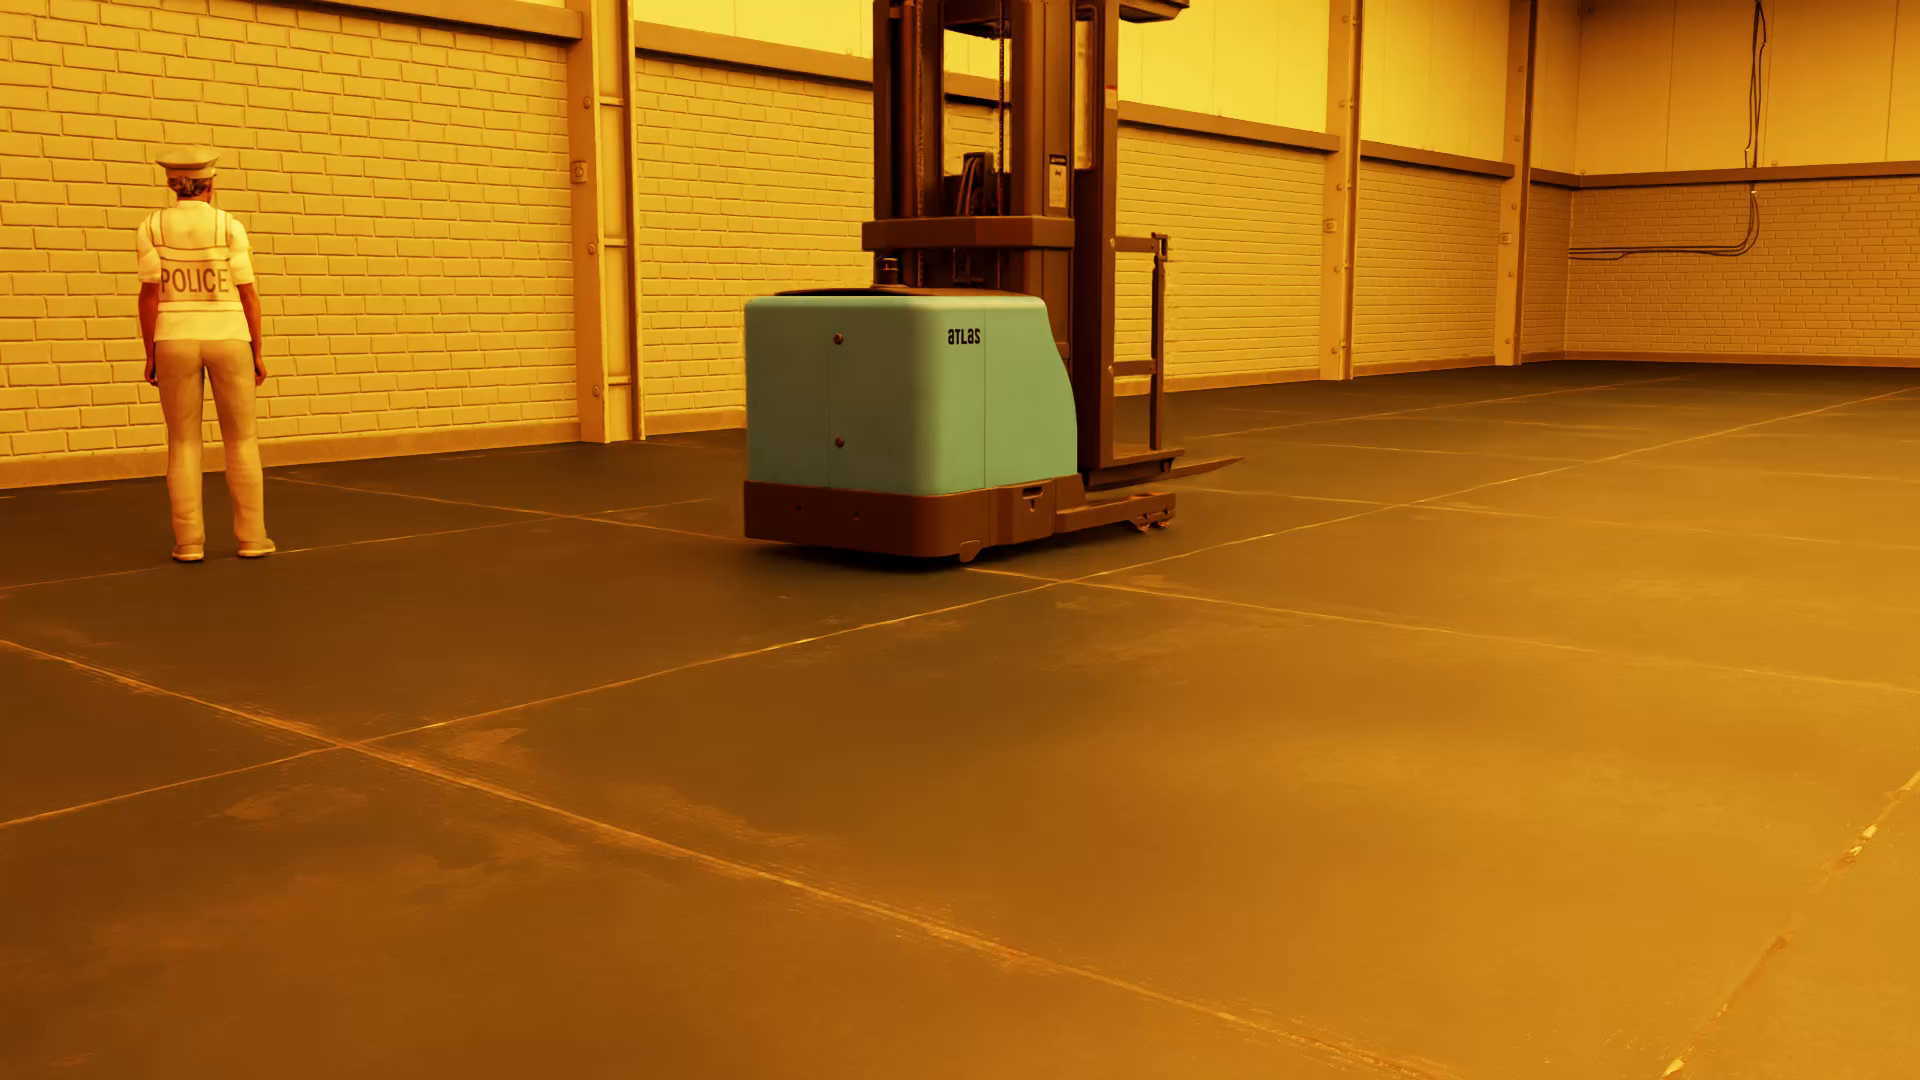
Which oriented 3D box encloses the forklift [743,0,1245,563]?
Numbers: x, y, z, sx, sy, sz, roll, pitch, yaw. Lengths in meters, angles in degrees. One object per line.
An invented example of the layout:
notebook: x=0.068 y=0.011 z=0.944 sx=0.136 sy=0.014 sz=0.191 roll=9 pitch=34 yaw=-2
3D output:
forklift: x=0.363 y=-1.526 z=7.714 sx=1.130 sy=2.935 sz=3.031 roll=6 pitch=10 yaw=36

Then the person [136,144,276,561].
person: x=-3.086 y=-0.759 z=6.797 sx=0.462 sy=1.685 sz=0.345 roll=-3 pitch=9 yaw=-19
